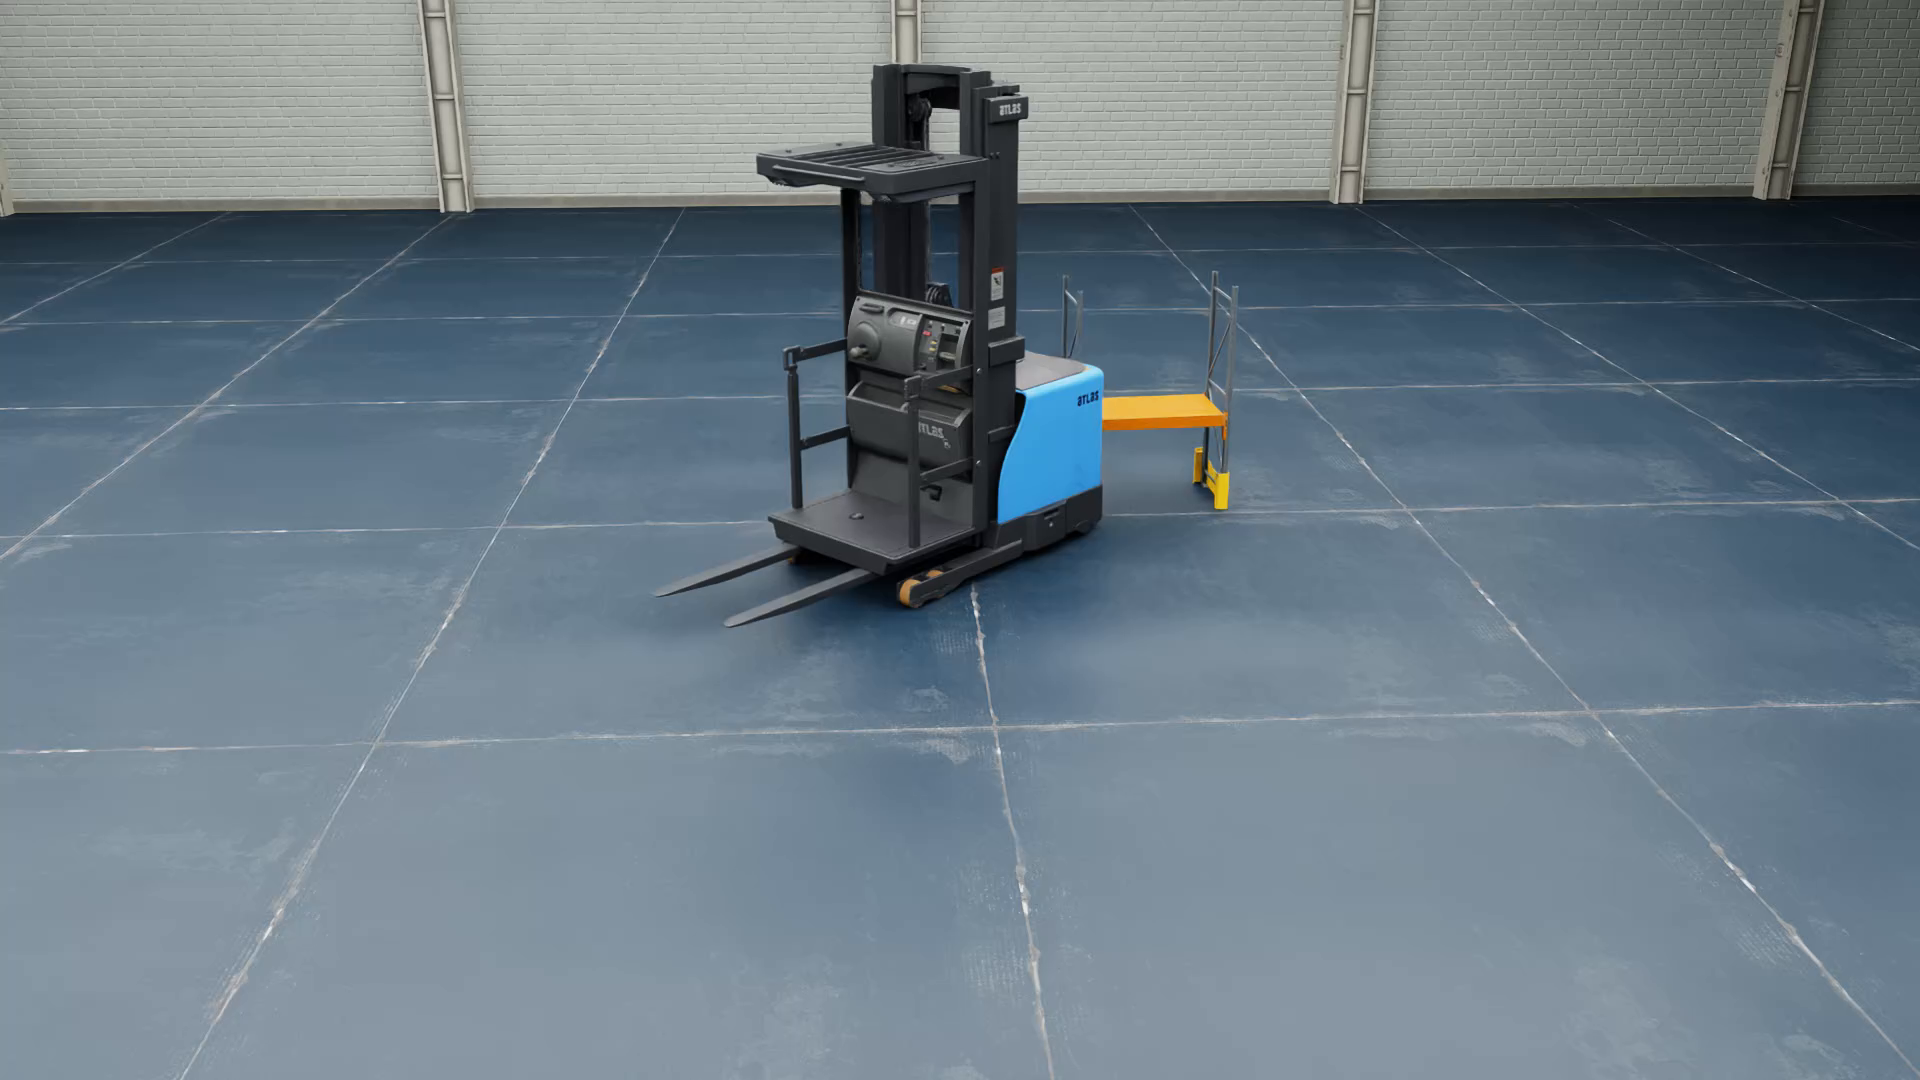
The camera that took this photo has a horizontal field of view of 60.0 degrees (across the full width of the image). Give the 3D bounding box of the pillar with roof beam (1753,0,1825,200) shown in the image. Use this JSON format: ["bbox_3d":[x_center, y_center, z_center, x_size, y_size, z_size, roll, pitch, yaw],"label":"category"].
[{"bbox_3d":[11.523,-7.438,17.511,0.400,9.000,9.100,-1,21,-3],"label":"pillar with roof beam"}]

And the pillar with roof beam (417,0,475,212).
[{"bbox_3d":[-6.448,-7.073,16.551,0.400,9.000,9.100,-1,21,-3],"label":"pillar with roof beam"}]

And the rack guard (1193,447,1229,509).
[{"bbox_3d":[1.719,-0.427,11.390,0.087,0.250,0.587,-3,21,-7],"label":"rack guard"}]

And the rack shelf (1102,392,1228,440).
[{"bbox_3d":[1.235,-0.818,11.168,1.000,0.185,0.538,-3,21,-7],"label":"rack shelf"}]

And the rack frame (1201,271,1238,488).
[{"bbox_3d":[1.738,-1.012,11.170,0.032,1.500,0.500,-3,21,-7],"label":"rack frame"}]

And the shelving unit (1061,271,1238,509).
[{"bbox_3d":[1.226,-0.986,11.103,1.083,1.500,0.587,-3,21,-7],"label":"shelving unit"}]

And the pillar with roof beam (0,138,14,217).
[{"bbox_3d":[-12.438,-6.951,16.231,0.400,9.000,9.100,-1,21,-3],"label":"pillar with roof beam"}]

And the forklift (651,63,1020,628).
[{"bbox_3d":[-0.449,-1.181,9.604,1.121,2.935,3.031,18,27,39],"label":"forklift"}]

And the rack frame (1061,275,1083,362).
[{"bbox_3d":[0.732,-0.961,11.038,0.032,1.500,0.500,-3,21,-7],"label":"rack frame"}]

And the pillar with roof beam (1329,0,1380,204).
[{"bbox_3d":[5.533,-7.317,17.191,0.400,9.000,9.100,-1,21,-3],"label":"pillar with roof beam"}]
